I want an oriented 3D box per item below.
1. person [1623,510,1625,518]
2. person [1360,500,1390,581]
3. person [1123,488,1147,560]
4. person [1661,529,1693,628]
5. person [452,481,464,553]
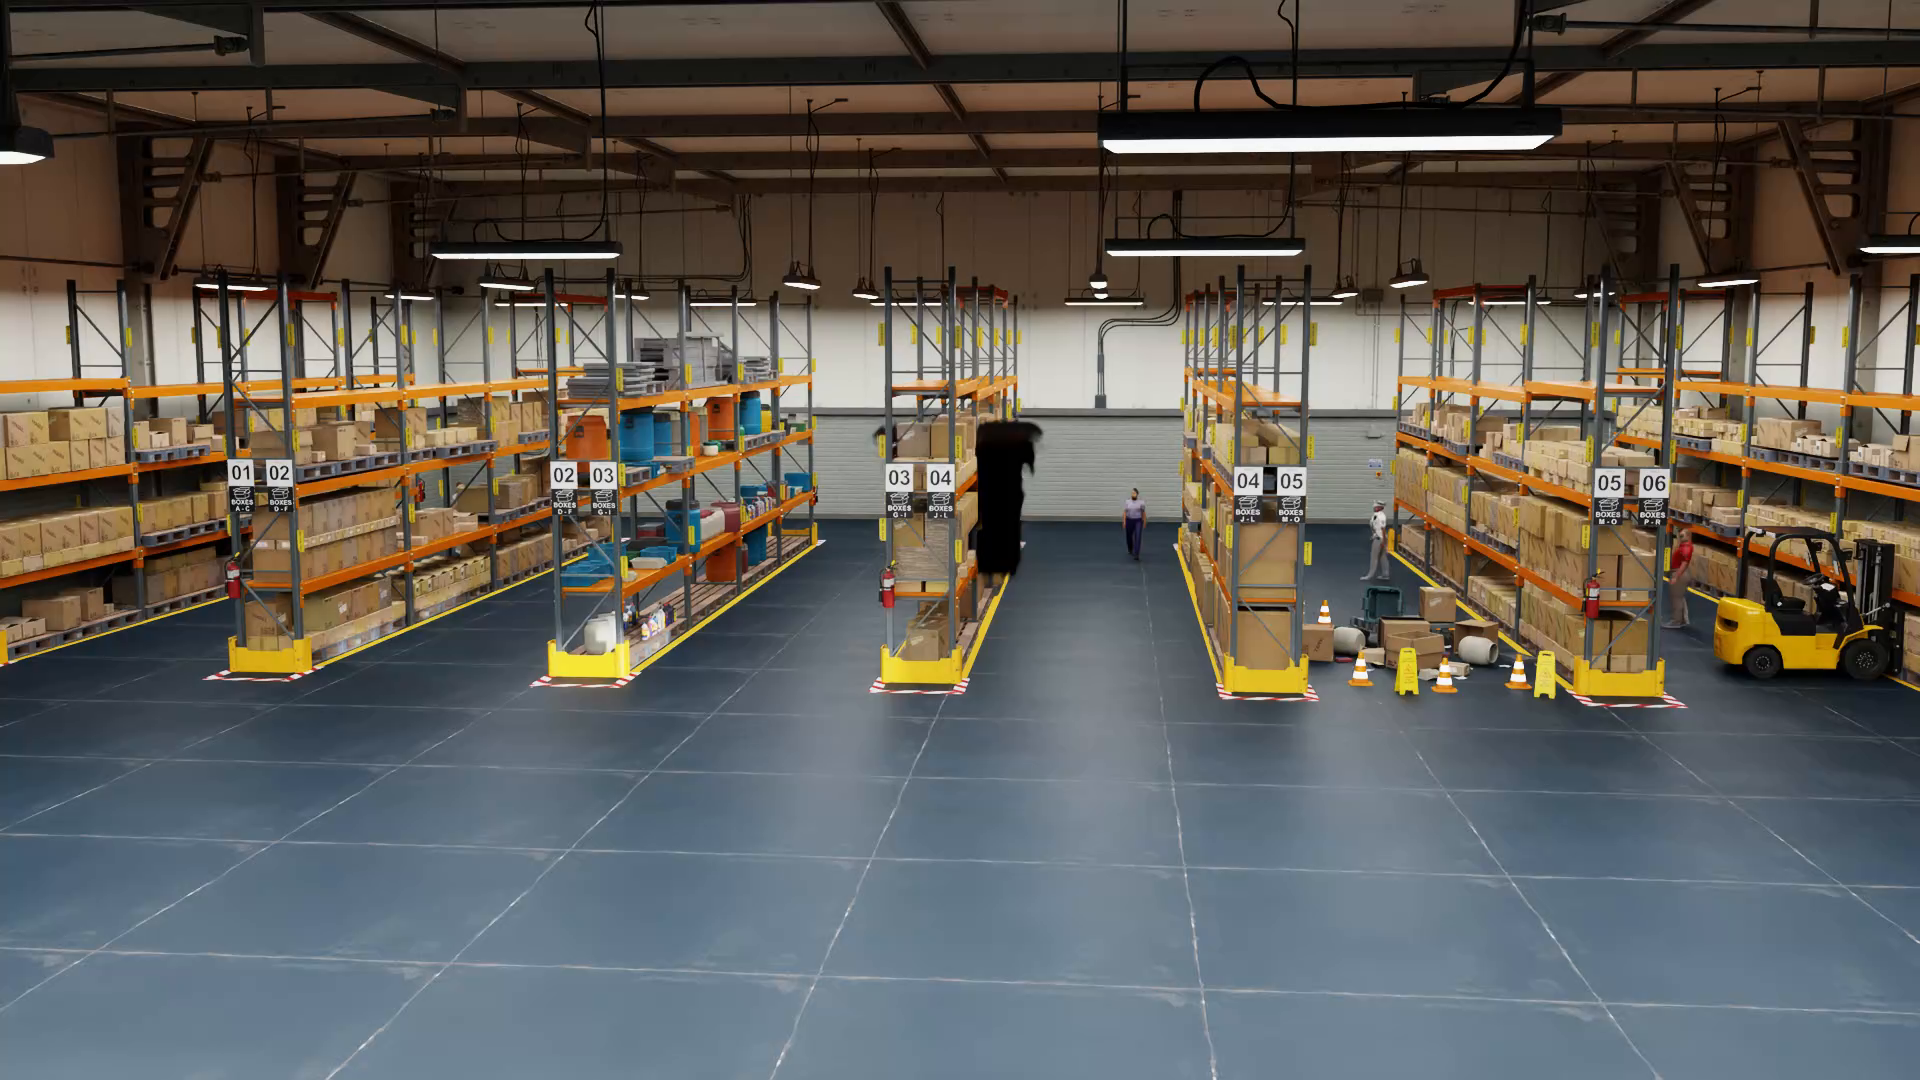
[{"bbox_3d":[13.543,-0.065,34.511,0.462,1.798,0.565,2,7,16],"label":"person"},{"bbox_3d":[8.639,-0.003,34.480,0.571,1.668,0.540,3,7,20],"label":"person"},{"bbox_3d":[3.968,-0.377,37.764,0.533,1.607,0.929,1,7,11],"label":"person"},{"bbox_3d":[12.405,0.691,28.690,0.482,1.776,0.592,6,9,42],"label":"person"},{"bbox_3d":[-11.590,-0.526,38.734,0.420,1.683,0.454,2,7,15],"label":"person"}]
